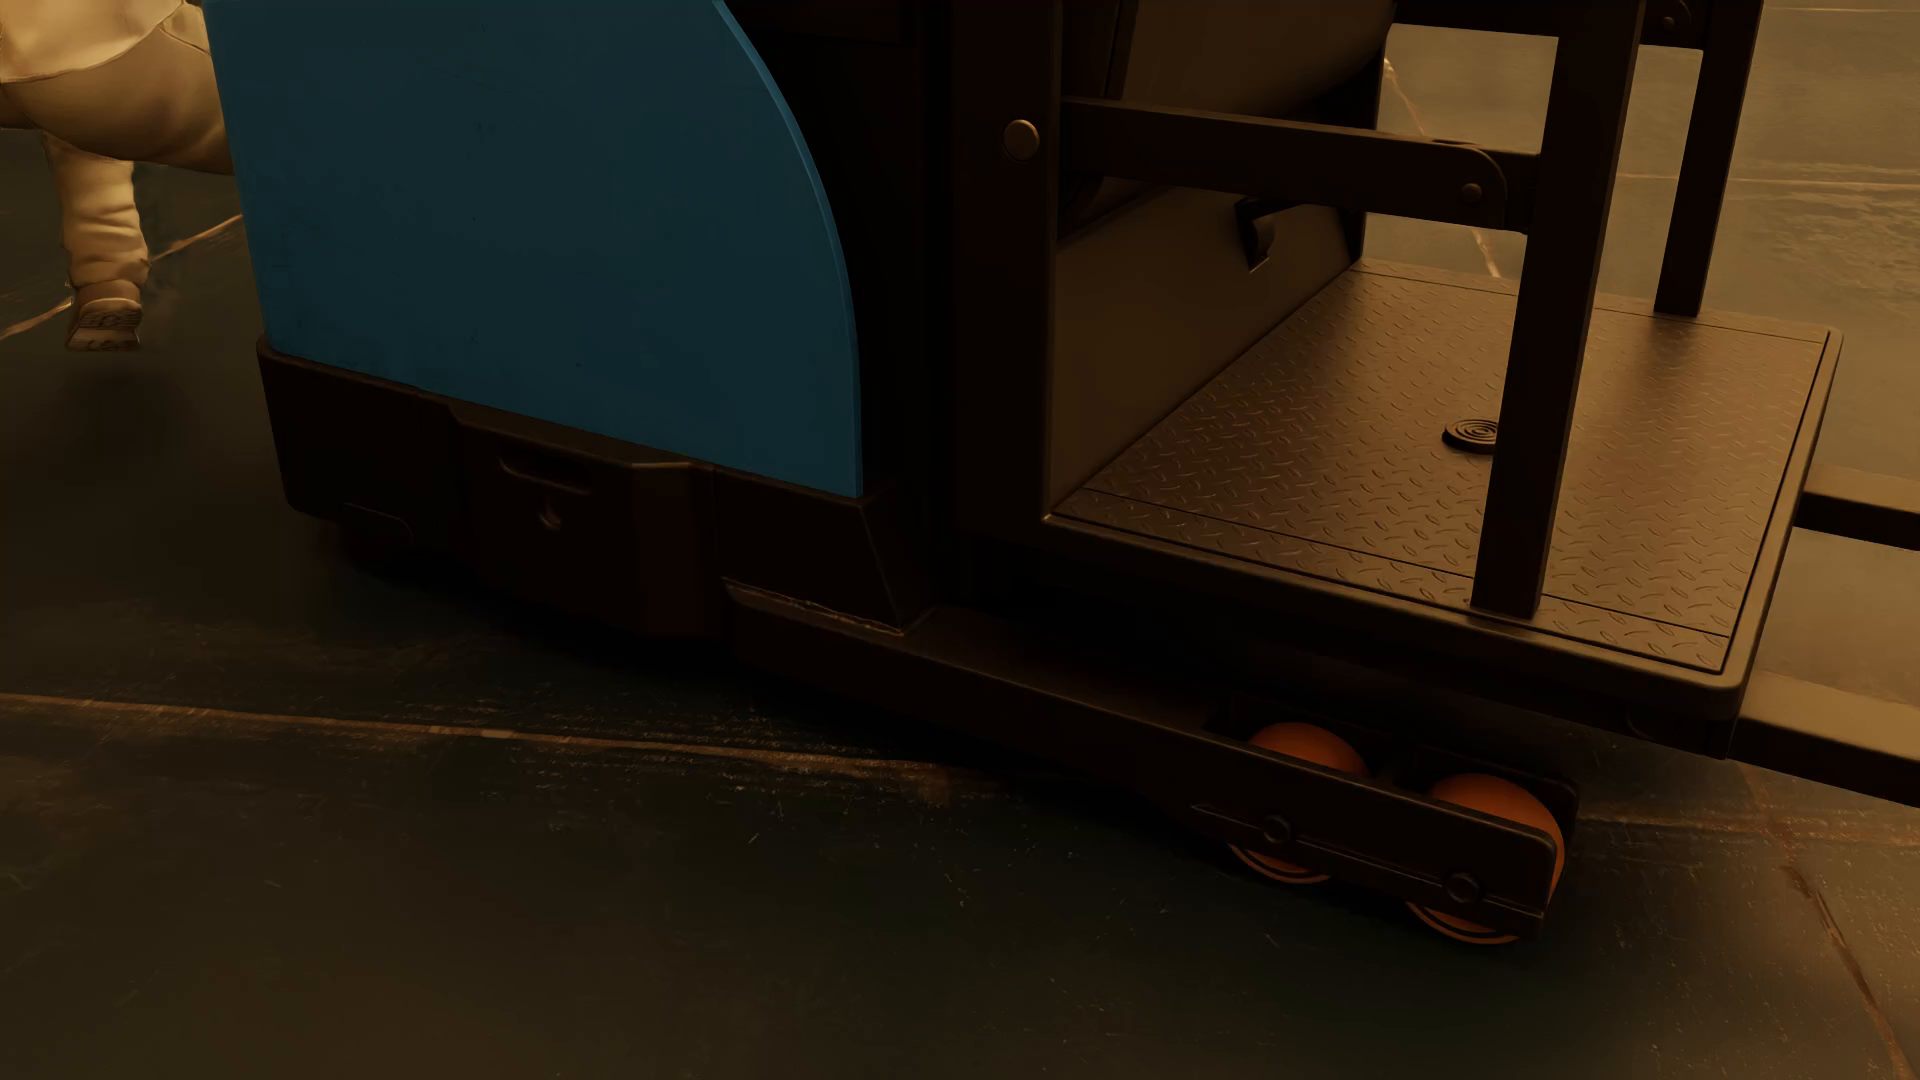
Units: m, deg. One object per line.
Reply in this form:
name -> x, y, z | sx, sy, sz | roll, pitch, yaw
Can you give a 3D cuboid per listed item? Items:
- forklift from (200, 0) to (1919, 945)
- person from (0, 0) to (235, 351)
forklift -> 0.529, -1.176, 1.574 | 3.031, 2.935, 1.130 | 14, 30, 26
person -> -1.285, -0.899, 2.680 | 0.907, 1.444, 0.747 | 11, 28, 20
